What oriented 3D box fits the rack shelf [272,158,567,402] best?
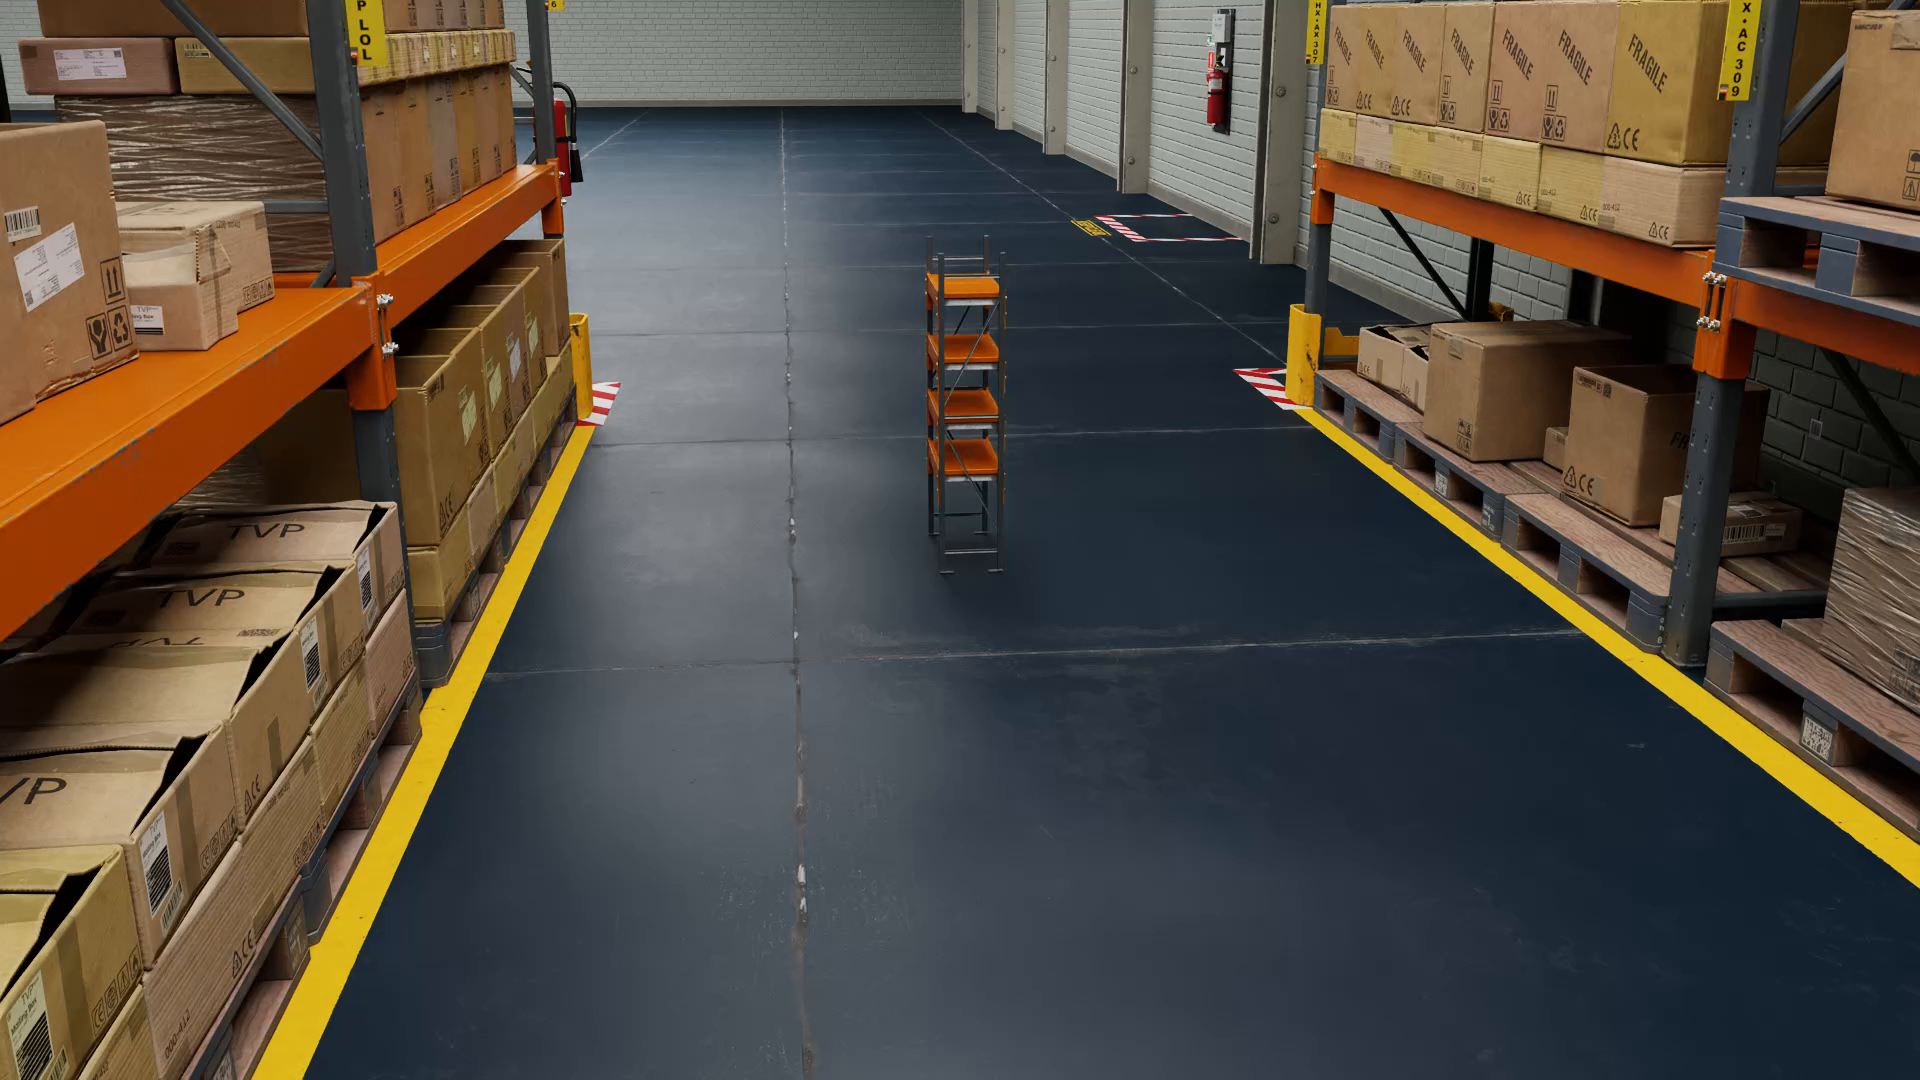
[{"bbox_3d":[-2.332,-1.145,6.518,1.077,0.370,4.000,-2,18,-6],"label":"rack shelf"}]

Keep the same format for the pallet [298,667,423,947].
[{"bbox_3d":[-2.010,0.656,4.235,1.003,0.211,1.213,-2,18,-6],"label":"pallet"}]

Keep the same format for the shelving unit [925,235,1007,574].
[{"bbox_3d":[0.017,-0.523,6.340,0.258,1.200,0.503,-2,18,-6],"label":"shelving unit"}]

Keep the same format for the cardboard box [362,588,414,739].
[{"bbox_3d":[-1.794,0.333,4.496,0.500,0.250,0.500,-2,18,-6],"label":"cardboard box"}]

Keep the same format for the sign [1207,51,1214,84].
[{"bbox_3d":[2.531,-4.767,16.793,0.001,0.329,0.234,-2,18,-6],"label":"sign"}]

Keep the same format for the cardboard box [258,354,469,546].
[{"bbox_3d":[-1.862,-0.287,5.220,0.500,0.500,0.500,-2,18,-6],"label":"cardboard box"}]

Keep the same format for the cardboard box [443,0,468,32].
[{"bbox_3d":[-2.384,-2.289,6.628,0.700,0.500,0.500,-2,18,-5],"label":"cardboard box"}]

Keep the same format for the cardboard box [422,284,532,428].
[{"bbox_3d":[-2.019,-0.734,6.643,0.500,0.500,0.500,-2,18,-6],"label":"cardboard box"}]

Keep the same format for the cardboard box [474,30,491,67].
[{"bbox_3d":[-2.230,-2.104,7.123,0.380,0.149,0.250,-2,17,-5],"label":"cardboard box"}]

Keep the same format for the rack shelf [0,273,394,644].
[{"bbox_3d":[-1.919,0.046,2.722,1.077,0.370,4.000,-2,18,-6],"label":"rack shelf"}]

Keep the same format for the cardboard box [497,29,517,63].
[{"bbox_3d":[-2.309,-2.334,7.853,0.380,0.149,0.250,-2,18,-7],"label":"cardboard box"}]

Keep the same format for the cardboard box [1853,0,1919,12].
[{"bbox_3d":[2.961,-1.489,5.377,0.500,0.500,0.500,-2,18,-7],"label":"cardboard box"}]

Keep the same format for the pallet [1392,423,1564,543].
[{"bbox_3d":[2.568,-0.280,7.216,1.003,0.211,1.213,-2,18,-6],"label":"pallet"}]

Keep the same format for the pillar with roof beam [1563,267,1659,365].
[{"bbox_3d":[-0.960,-4.786,6.898,9.100,9.000,0.400,-2,18,-6],"label":"pillar with roof beam"}]

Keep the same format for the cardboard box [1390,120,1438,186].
[{"bbox_3d":[2.238,-1.715,7.349,0.500,0.250,0.500,-2,18,-7],"label":"cardboard box"}]

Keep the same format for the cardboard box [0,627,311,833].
[{"bbox_3d":[-1.689,0.367,3.454,0.500,0.311,0.500,-2,18,-6],"label":"cardboard box"}]

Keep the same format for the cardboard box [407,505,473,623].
[{"bbox_3d":[-1.872,0.071,5.331,0.500,0.250,0.500,-2,18,-6],"label":"cardboard box"}]

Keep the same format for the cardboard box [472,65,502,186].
[{"bbox_3d":[-2.443,-1.836,7.351,0.700,0.500,0.500,-1,17,-4],"label":"cardboard box"}]

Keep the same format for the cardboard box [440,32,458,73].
[{"bbox_3d":[-2.147,-1.872,6.381,0.380,0.149,0.250,-2,18,-6],"label":"cardboard box"}]

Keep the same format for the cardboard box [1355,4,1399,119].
[{"bbox_3d":[2.180,-2.235,7.754,0.500,0.500,0.500,-2,18,-5],"label":"cardboard box"}]

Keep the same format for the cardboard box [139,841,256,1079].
[{"bbox_3d":[-1.639,0.788,3.048,0.500,0.250,0.500,-1,17,-5],"label":"cardboard box"}]

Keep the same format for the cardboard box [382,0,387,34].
[{"bbox_3d":[-2.231,-1.842,5.203,0.700,0.500,0.500,-2,18,-6],"label":"cardboard box"}]

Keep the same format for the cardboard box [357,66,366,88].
[{"bbox_3d":[-1.986,-1.411,4.913,0.380,0.149,0.250,-2,17,-5],"label":"cardboard box"}]

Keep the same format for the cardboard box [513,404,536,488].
[{"bbox_3d":[-2.022,-0.376,6.755,0.500,0.250,0.500,-2,18,-6],"label":"cardboard box"}]

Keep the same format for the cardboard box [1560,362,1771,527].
[{"bbox_3d":[2.655,-0.372,6.293,0.500,0.500,0.500,-3,18,-10],"label":"cardboard box"}]

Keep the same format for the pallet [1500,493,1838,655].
[{"bbox_3d":[2.697,0.085,6.055,1.003,0.211,1.213,-2,18,-6],"label":"pallet"}]

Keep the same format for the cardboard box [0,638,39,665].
[{"bbox_3d":[-2.229,0.386,3.394,0.500,0.311,0.500,-2,18,-7],"label":"cardboard box"}]

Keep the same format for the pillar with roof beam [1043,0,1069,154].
[{"bbox_3d":[-2.817,-10.149,23.980,9.100,9.000,0.400,-2,18,-6],"label":"pillar with roof beam"}]

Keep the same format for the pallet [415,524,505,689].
[{"bbox_3d":[-2.166,0.199,5.689,1.003,0.211,1.213,-2,18,-6],"label":"pallet"}]

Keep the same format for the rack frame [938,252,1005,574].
[{"bbox_3d":[0.042,-0.450,6.109,0.240,1.200,0.015,-2,18,-6],"label":"rack frame"}]

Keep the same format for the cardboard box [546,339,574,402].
[{"bbox_3d":[-2.189,-0.822,8.178,0.500,0.250,0.500,-2,18,-6],"label":"cardboard box"}]

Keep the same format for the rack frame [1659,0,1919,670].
[{"bbox_3d":[2.802,-1.047,5.004,1.000,3.000,0.127,-2,18,-6],"label":"rack frame"}]

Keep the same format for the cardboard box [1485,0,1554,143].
[{"bbox_3d":[2.347,-1.773,6.281,0.500,0.500,0.500,-2,18,-7],"label":"cardboard box"}]

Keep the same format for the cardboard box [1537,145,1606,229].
[{"bbox_3d":[2.408,-1.265,5.916,0.500,0.250,0.500,-2,18,-5],"label":"cardboard box"}]

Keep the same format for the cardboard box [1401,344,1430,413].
[{"bbox_3d":[2.430,-0.787,7.930,0.500,0.311,0.500,0,17,-1],"label":"cardboard box"}]

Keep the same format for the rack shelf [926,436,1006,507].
[{"bbox_3d":[0.017,-0.270,6.420,0.258,0.148,0.480,-2,18,-6],"label":"rack shelf"}]

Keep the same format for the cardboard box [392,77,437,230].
[{"bbox_3d":[-2.286,-1.379,5.894,0.700,0.500,0.500,-2,17,-5],"label":"cardboard box"}]

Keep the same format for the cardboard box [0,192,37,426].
[{"bbox_3d":[-1.956,-0.405,2.792,0.500,0.500,0.500,-2,18,-6],"label":"cardboard box"}]

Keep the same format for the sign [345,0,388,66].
[{"bbox_3d":[-1.587,-1.427,4.414,0.100,0.325,0.005,-2,18,-6],"label":"sign"}]

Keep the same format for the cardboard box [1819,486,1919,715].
[{"bbox_3d":[2.894,0.155,4.615,0.700,0.500,0.500,-1,17,-4],"label":"cardboard box"}]

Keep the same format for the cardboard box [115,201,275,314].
[{"bbox_3d":[-2.031,-0.676,4.072,0.500,0.250,0.500,-1,17,-2],"label":"cardboard box"}]

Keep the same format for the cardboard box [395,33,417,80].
[{"bbox_3d":[-2.067,-1.640,5.644,0.380,0.149,0.250,-2,18,-7],"label":"cardboard box"}]

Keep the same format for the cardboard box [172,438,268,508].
[{"bbox_3d":[-2.430,-0.420,5.643,0.500,0.500,0.500,-2,18,-6],"label":"cardboard box"}]
